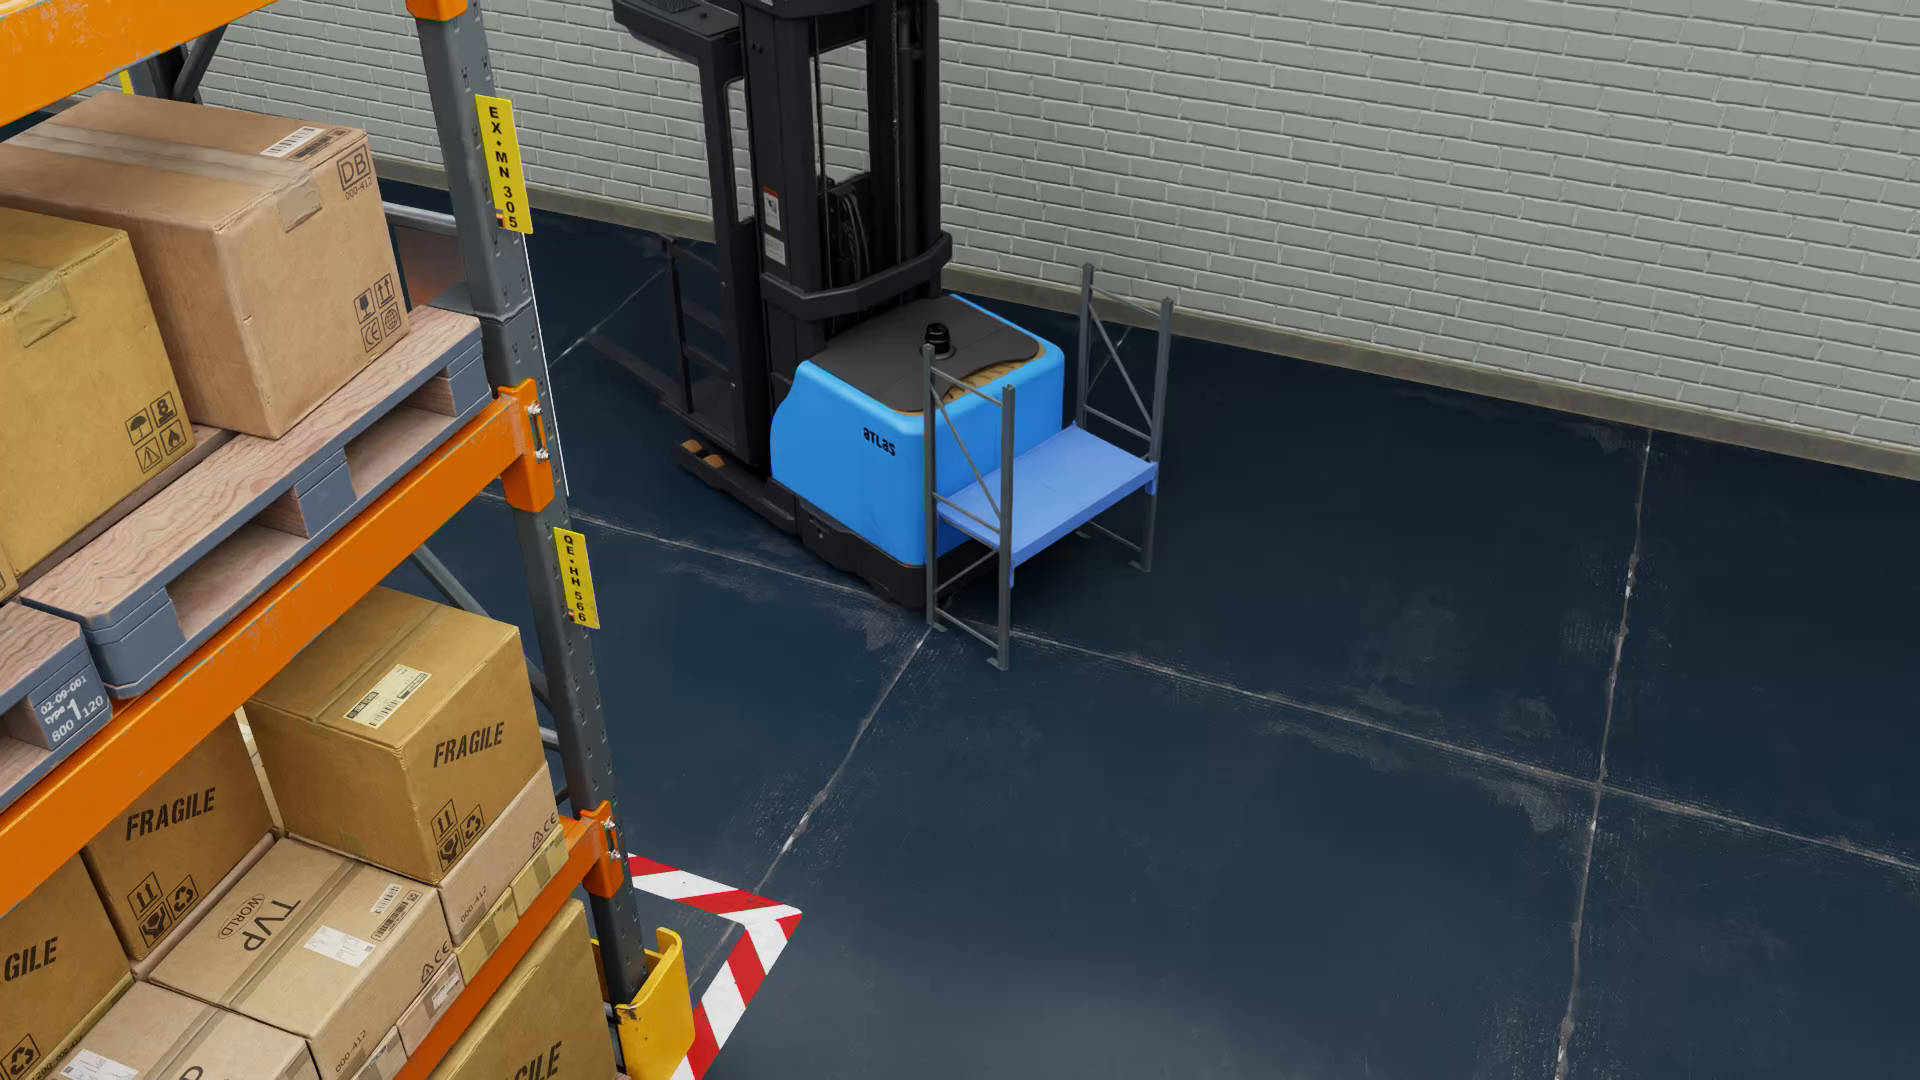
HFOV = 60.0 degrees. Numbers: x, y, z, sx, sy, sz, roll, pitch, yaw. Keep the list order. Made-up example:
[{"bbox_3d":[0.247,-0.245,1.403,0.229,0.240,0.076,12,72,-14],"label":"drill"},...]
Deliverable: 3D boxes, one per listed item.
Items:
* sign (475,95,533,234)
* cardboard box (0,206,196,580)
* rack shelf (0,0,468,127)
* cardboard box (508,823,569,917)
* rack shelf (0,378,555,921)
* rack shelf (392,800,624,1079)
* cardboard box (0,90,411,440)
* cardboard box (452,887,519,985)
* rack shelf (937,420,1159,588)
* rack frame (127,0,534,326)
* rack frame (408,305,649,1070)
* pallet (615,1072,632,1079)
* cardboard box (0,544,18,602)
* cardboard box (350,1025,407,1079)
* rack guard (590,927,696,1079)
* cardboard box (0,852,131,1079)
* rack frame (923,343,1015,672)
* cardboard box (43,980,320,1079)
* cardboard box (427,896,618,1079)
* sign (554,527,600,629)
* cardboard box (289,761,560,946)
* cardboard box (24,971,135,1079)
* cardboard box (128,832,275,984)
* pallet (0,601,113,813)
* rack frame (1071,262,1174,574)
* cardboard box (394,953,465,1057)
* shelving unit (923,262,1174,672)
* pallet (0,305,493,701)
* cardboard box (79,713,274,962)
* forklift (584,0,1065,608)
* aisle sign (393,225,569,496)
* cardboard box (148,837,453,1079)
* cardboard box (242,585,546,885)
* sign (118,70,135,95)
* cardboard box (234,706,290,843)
[{"bbox_3d":[-1.048,-0.859,3.817,0.100,0.325,0.005,14,39,18],"label":"sign"},{"bbox_3d":[-2.018,-0.332,3.267,0.700,0.500,0.500,12,39,16],"label":"cardboard box"},{"bbox_3d":[-2.306,-0.313,2.189,1.077,0.370,4.000,14,39,18],"label":"rack shelf"},{"bbox_3d":[-1.376,0.907,4.843,0.380,0.149,0.250,15,39,19],"label":"cardboard box"},{"bbox_3d":[-2.306,0.728,2.968,1.077,0.370,4.000,14,39,18],"label":"rack shelf"},{"bbox_3d":[-2.306,1.929,3.866,1.077,0.370,4.000,14,39,18],"label":"rack shelf"},{"bbox_3d":[-1.693,-0.616,3.647,0.700,0.500,0.500,12,38,15],"label":"cardboard box"},{"bbox_3d":[-1.473,1.051,4.650,0.380,0.149,0.250,14,39,18],"label":"cardboard box"},{"bbox_3d":[0.389,-0.185,7.646,0.538,0.185,1.000,30,46,34],"label":"rack shelf"},{"bbox_3d":[-1.545,-1.869,3.336,1.000,3.000,0.127,14,39,18],"label":"rack frame"},{"bbox_3d":[-1.545,0.534,5.132,1.000,3.000,0.127,14,39,18],"label":"rack frame"},{"bbox_3d":[-1.776,2.111,5.351,1.003,0.211,1.213,14,39,18],"label":"pallet"},{"bbox_3d":[-2.170,-0.034,2.869,0.700,0.500,0.500,11,38,15],"label":"cardboard box"},{"bbox_3d":[-1.666,1.328,4.279,0.380,0.149,0.250,15,39,19],"label":"cardboard box"},{"bbox_3d":[-1.535,1.522,5.898,1.175,0.500,0.348,14,39,18],"label":"rack guard"},{"bbox_3d":[-2.359,0.944,3.834,0.500,0.500,0.500,13,39,17],"label":"cardboard box"},{"bbox_3d":[0.033,-0.111,7.248,0.500,1.500,0.032,30,46,34],"label":"rack frame"},{"bbox_3d":[-1.870,1.366,3.895,0.500,0.250,0.500,13,39,16],"label":"cardboard box"},{"bbox_3d":[-1.714,1.589,5.144,0.875,0.875,0.875,14,39,18],"label":"cardboard box"},{"bbox_3d":[-1.048,0.107,4.539,0.100,0.325,0.005,14,39,18],"label":"sign"},{"bbox_3d":[-1.484,0.804,4.648,0.500,0.250,0.500,13,39,17],"label":"cardboard box"},{"bbox_3d":[-2.363,1.246,4.056,0.500,0.250,0.500,13,39,16],"label":"cardboard box"},{"bbox_3d":[-2.169,0.968,4.427,0.500,0.250,0.500,13,39,17],"label":"cardboard box"},{"bbox_3d":[-2.280,0.459,2.801,1.003,0.211,1.213,14,39,18],"label":"pallet"},{"bbox_3d":[0.744,-0.546,7.830,0.500,1.500,0.032,30,46,34],"label":"rack frame"},{"bbox_3d":[-1.570,1.190,4.463,0.380,0.149,0.250,14,39,18],"label":"cardboard box"},{"bbox_3d":[0.389,-0.329,7.539,0.538,1.500,1.048,30,46,34],"label":"shelving unit"},{"bbox_3d":[-1.817,-0.219,3.708,1.003,0.211,1.213,14,39,18],"label":"pallet"},{"bbox_3d":[-2.167,0.656,4.220,0.500,0.500,0.500,13,39,17],"label":"cardboard box"},{"bbox_3d":[-0.873,-1.644,8.103,1.130,2.935,3.031,-30,46,-34],"label":"forklift"},{"bbox_3d":[-1.240,-0.479,4.315,0.394,0.787,0.004,14,39,18],"label":"aisle sign"},{"bbox_3d":[-1.677,1.084,4.272,0.500,0.250,0.500,13,39,17],"label":"cardboard box"},{"bbox_3d":[-1.487,0.504,4.422,0.500,0.500,0.500,14,39,18],"label":"cardboard box"},{"bbox_3d":[-2.056,-1.179,4.122,0.100,0.325,0.005,14,39,18],"label":"sign"},{"bbox_3d":[-1.977,0.679,4.814,0.500,0.250,0.500,13,39,17],"label":"cardboard box"}]
